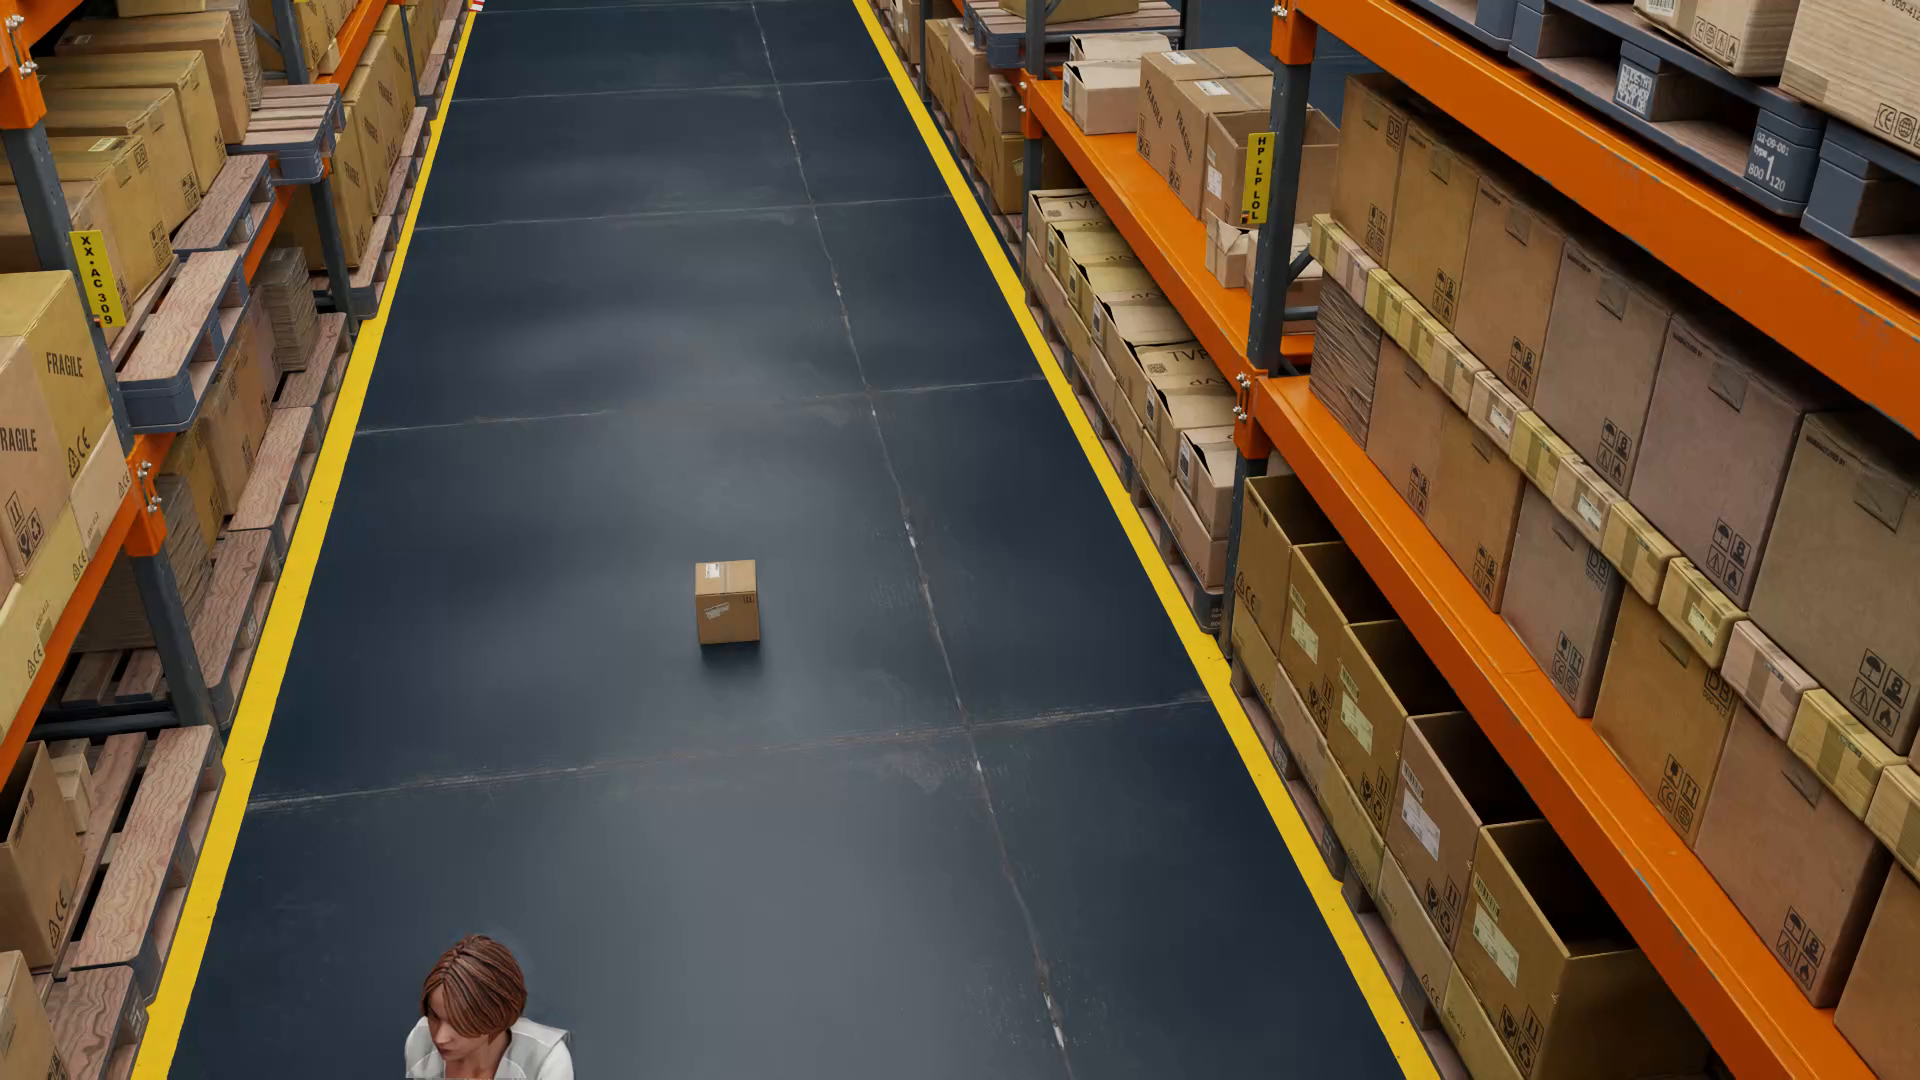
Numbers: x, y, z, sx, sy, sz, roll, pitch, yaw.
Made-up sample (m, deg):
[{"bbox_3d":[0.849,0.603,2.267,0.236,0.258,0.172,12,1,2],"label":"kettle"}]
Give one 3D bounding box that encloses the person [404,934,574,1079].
[{"bbox_3d":[-0.978,1.523,3.593,0.417,1.543,0.937,2,31,4],"label":"person"}]
